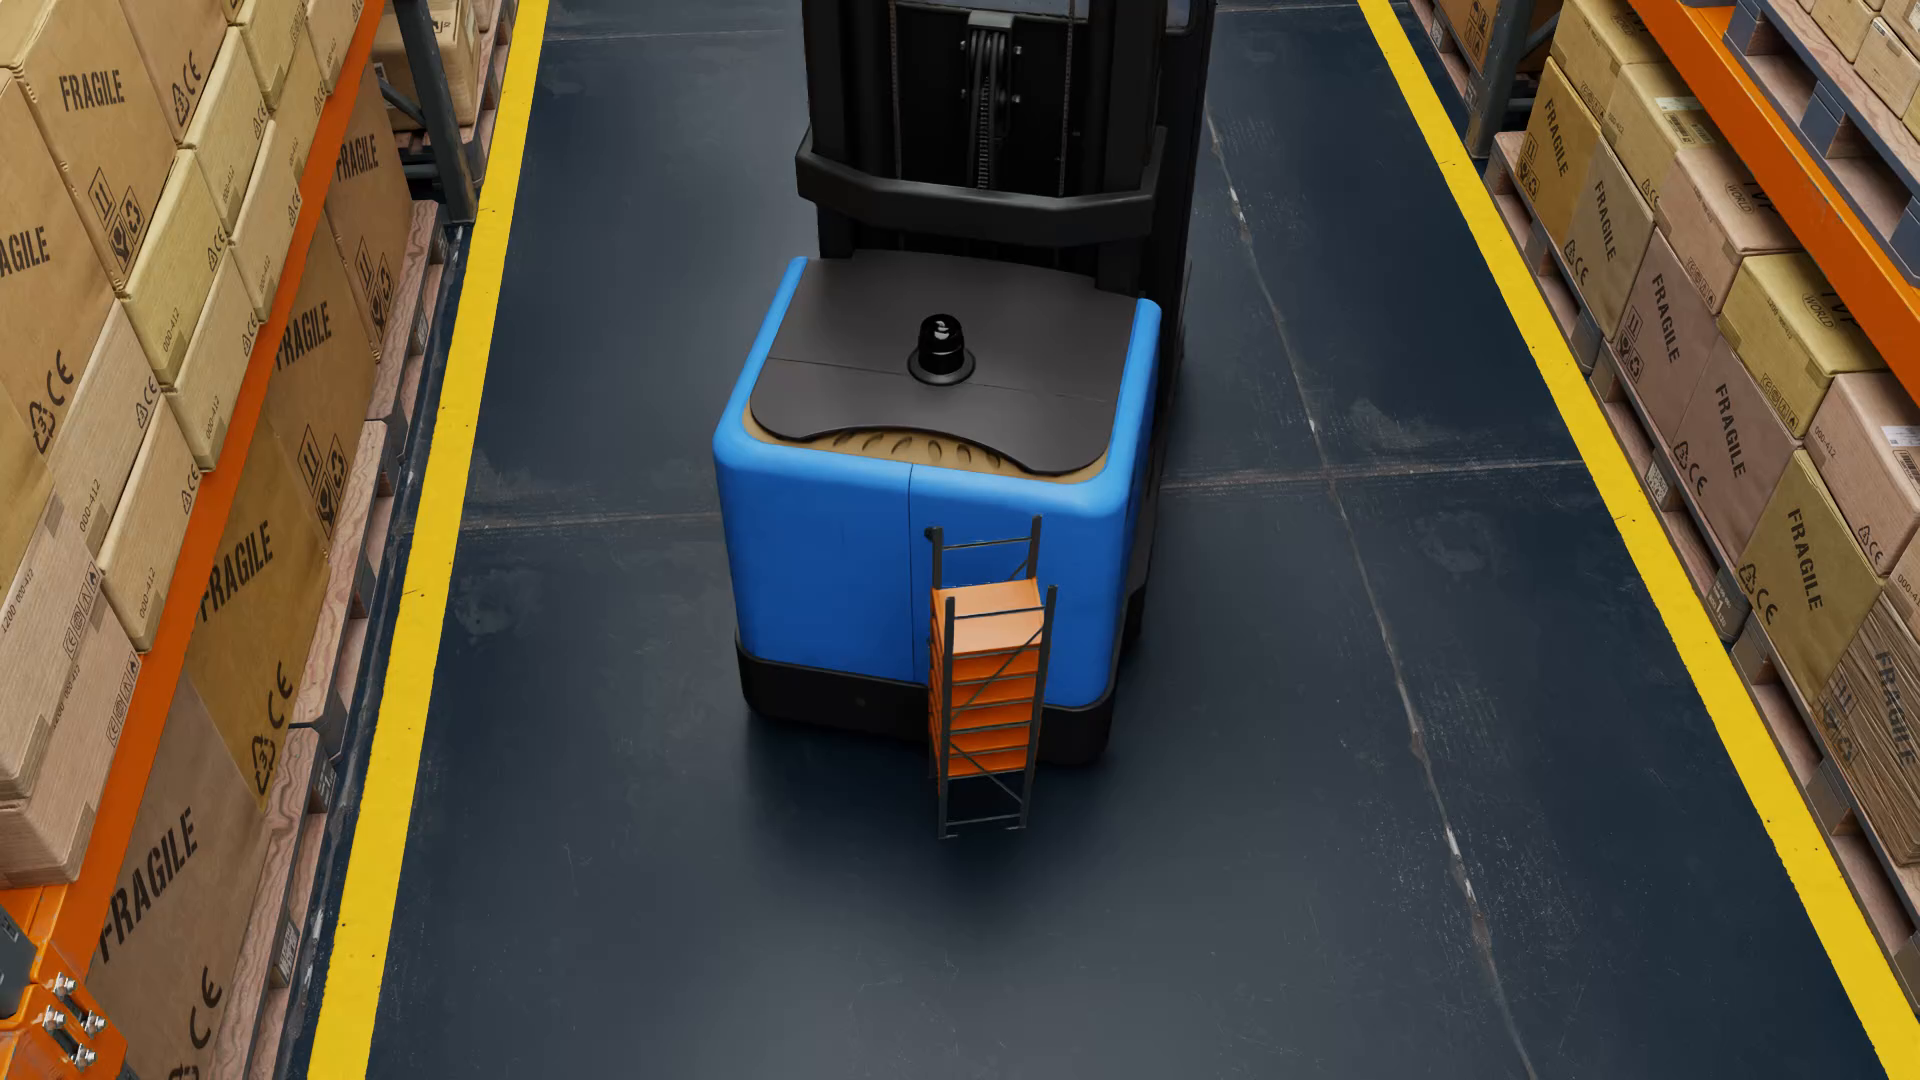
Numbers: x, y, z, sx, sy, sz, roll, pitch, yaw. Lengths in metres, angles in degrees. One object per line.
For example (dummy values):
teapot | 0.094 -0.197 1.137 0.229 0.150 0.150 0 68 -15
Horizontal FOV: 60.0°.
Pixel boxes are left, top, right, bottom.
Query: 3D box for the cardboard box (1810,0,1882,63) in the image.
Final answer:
cardboard box | 2.505 -1.395 4.389 0.380 0.149 0.250 -3 47 -3

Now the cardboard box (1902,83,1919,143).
cardboard box | 2.547 -1.014 4.028 0.380 0.149 0.250 -2 47 -2

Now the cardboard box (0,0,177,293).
cardboard box | -1.894 -0.808 3.192 0.500 0.500 0.500 -5 47 -4

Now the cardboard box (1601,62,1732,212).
cardboard box | 2.414 -1.295 5.326 0.500 0.250 0.500 -4 47 -4

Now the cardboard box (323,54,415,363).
cardboard box | -2.394 -1.168 5.464 0.875 0.875 0.875 -4 47 -4

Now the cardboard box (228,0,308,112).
cardboard box | -1.965 -1.304 4.178 0.500 0.250 0.500 -5 47 -4

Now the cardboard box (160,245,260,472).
cardboard box | -1.880 -0.393 3.660 0.500 0.250 0.500 -4 47 -4

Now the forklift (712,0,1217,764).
forklift | 0.171 -1.481 4.634 1.130 2.935 3.031 8 47 8

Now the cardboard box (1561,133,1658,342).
cardboard box | 2.406 -1.027 5.589 0.500 0.500 0.500 -3 47 -3

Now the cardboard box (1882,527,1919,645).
cardboard box | 2.576 0.195 3.915 0.500 0.250 0.500 -5 47 -4

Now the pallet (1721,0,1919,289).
pallet | 2.762 -1.137 4.393 1.003 0.211 1.213 -3 47 -3

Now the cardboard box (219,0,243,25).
cardboard box | -1.979 -1.548 3.893 0.500 0.500 0.500 -3 47 -3

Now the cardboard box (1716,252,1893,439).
cardboard box | 2.488 -0.559 4.629 0.500 0.250 0.500 -5 47 -5

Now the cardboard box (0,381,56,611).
cardboard box | -1.784 -0.079 2.501 0.500 0.500 0.500 -3 47 -3

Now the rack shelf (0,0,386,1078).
rack shelf | -2.202 -0.564 4.214 1.077 0.370 4.000 -3 47 -3

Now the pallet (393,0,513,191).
pallet | -2.433 -1.865 6.871 1.003 0.211 1.213 -3 47 -3

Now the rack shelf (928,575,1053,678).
rack shelf | 0.068 0.197 3.797 0.258 0.103 0.180 -6 56 -6

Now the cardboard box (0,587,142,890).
cardboard box | -1.808 0.353 2.953 0.500 0.250 0.500 -4 47 -4

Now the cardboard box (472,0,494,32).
cardboard box | -2.476 -2.442 7.018 0.950 0.372 0.625 -4 47 -4

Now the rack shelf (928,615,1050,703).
rack shelf | 0.065 0.265 3.895 0.258 0.103 0.180 -6 56 -6

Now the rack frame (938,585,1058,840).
rack frame | 0.074 0.451 4.005 0.240 1.200 0.006 -6 56 -6

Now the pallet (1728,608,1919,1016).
pallet | 2.823 0.657 4.482 1.003 0.211 1.213 -3 47 -3

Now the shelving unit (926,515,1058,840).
shelving unit | 0.060 0.376 4.056 0.258 1.200 0.189 -6 56 -6

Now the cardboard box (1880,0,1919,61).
cardboard box | 2.531 -1.304 4.098 0.380 0.149 0.250 -2 47 -2

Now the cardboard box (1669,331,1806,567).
cardboard box | 2.496 -0.286 4.887 0.500 0.500 0.500 -4 47 -4

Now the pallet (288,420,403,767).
pallet | -2.279 0.156 4.957 1.003 0.211 1.213 -3 47 -3

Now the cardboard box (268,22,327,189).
cardboard box | -1.983 -1.123 4.351 0.500 0.250 0.500 -4 47 -4

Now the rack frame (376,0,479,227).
rack frame | -2.369 -2.259 5.323 1.000 3.000 0.127 -3 47 -3

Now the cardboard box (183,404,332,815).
cardboard box | -2.249 0.125 4.240 0.875 0.875 0.875 -2 47 -2

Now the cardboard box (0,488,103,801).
cardboard box | -1.790 0.180 2.773 0.500 0.250 0.500 -5 47 -4

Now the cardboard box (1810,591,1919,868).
cardboard box | 2.577 0.456 4.184 0.500 0.500 0.500 -4 47 -4

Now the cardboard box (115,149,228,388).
cardboard box | -1.877 -0.563 3.476 0.500 0.250 0.500 -3 47 -3

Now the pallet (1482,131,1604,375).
pallet | 2.619 -1.108 6.154 1.003 0.211 1.213 -3 47 -3

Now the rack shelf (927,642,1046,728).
rack shelf | 0.062 0.333 3.994 0.258 0.103 0.180 -6 56 -6
